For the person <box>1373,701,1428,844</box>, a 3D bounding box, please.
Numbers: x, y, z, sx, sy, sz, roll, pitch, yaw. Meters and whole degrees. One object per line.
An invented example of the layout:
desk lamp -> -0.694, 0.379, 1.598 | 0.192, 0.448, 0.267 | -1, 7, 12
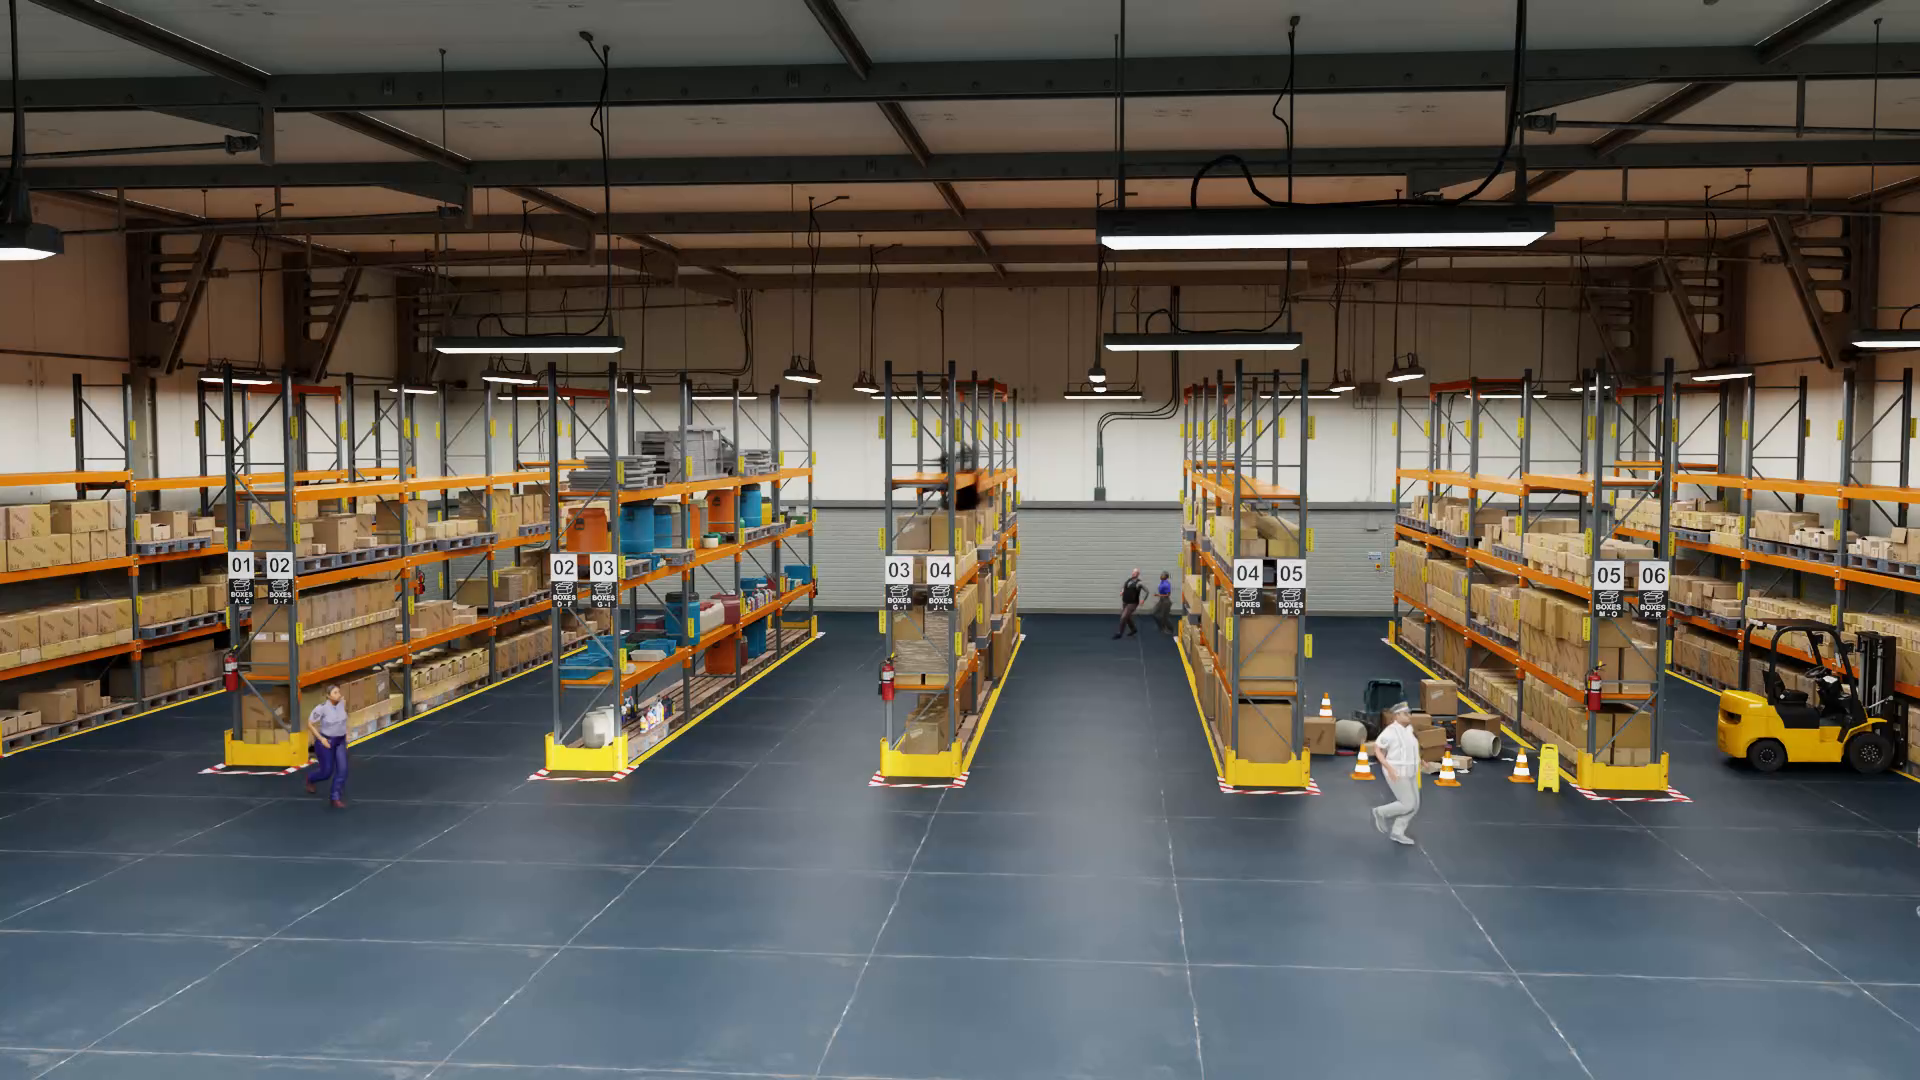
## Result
person -> 5.355, 2.816, 20.159 | 0.672, 1.736, 0.598 | -3, 5, -42

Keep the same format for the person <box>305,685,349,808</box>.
person -> -8.458, 2.747, 22.290 | 0.723, 1.627, 0.629 | 2, 4, 29

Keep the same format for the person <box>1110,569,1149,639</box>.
person -> 4.024, 1.523, 39.754 | 0.923, 1.675, 0.690 | -3, 5, -34

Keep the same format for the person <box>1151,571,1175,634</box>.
person -> 5.011, 1.542, 40.651 | 0.628, 1.603, 0.682 | -1, 4, -16
